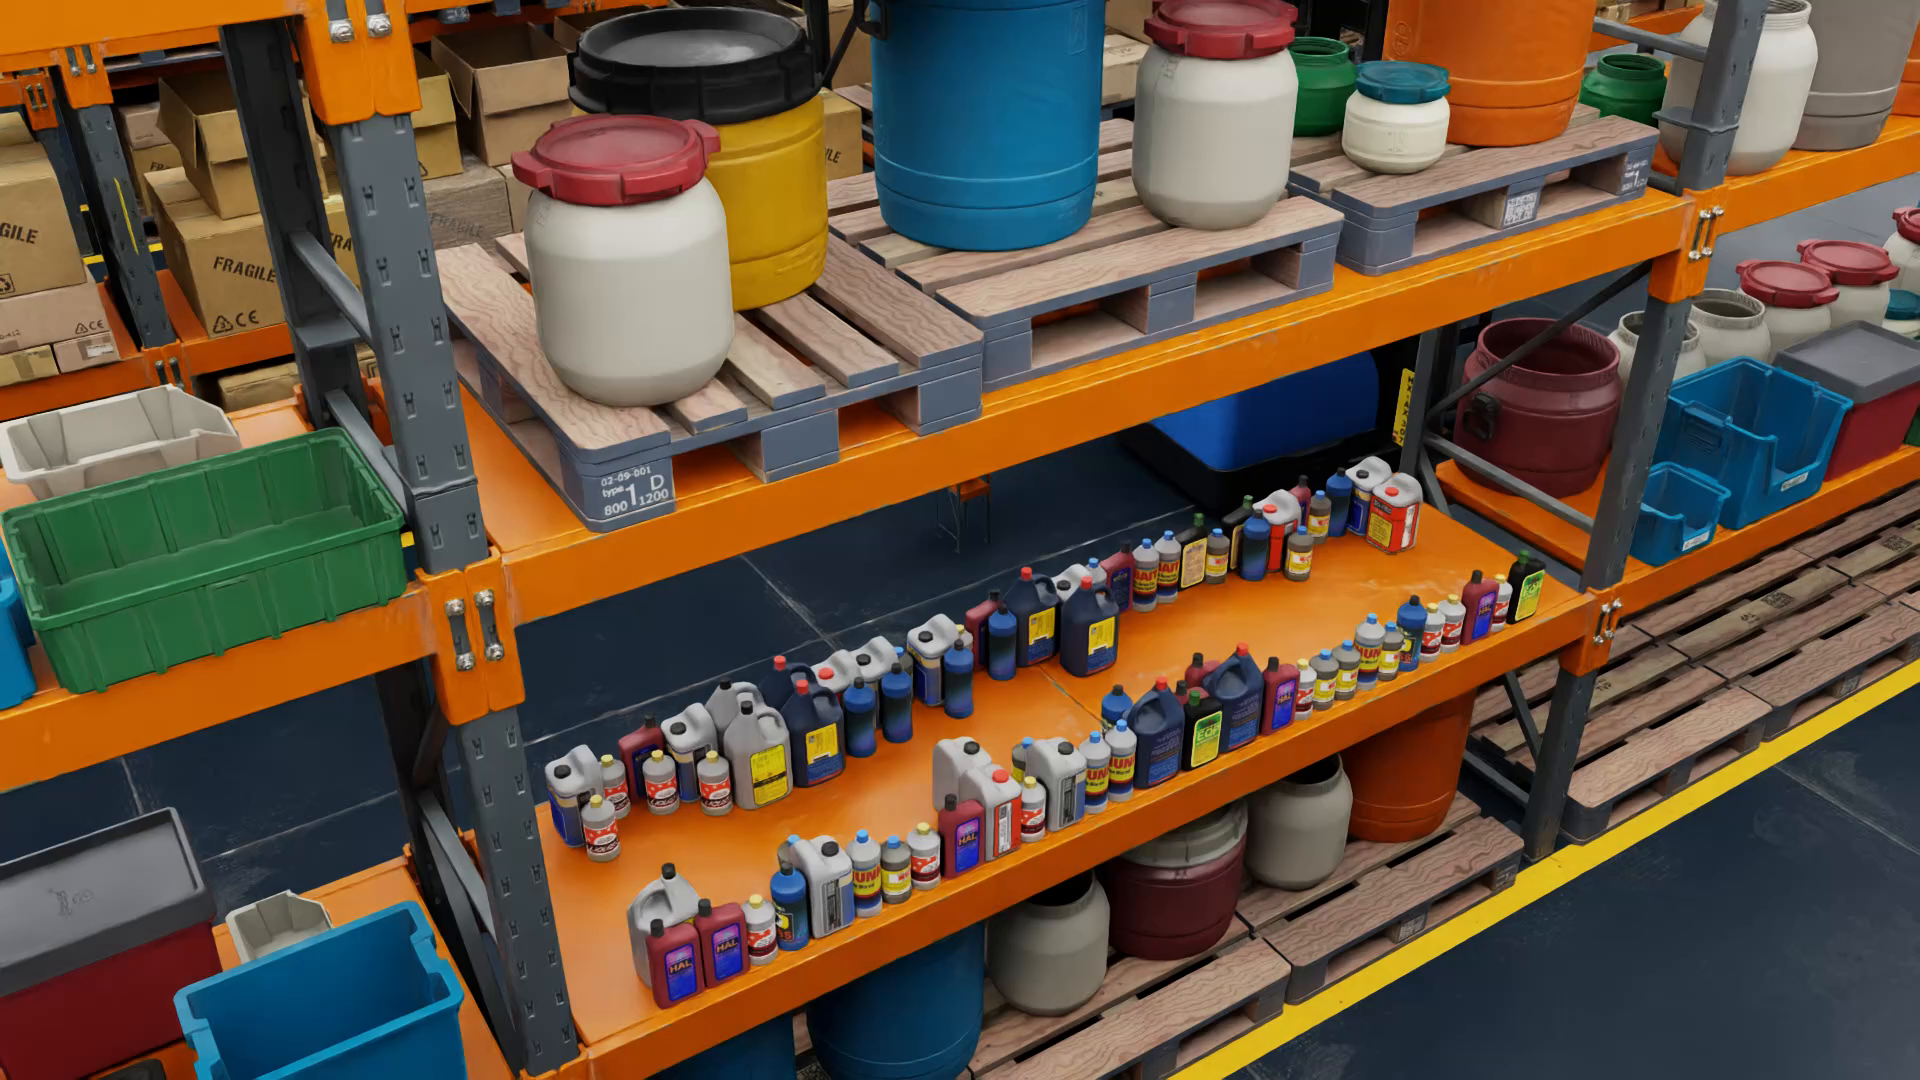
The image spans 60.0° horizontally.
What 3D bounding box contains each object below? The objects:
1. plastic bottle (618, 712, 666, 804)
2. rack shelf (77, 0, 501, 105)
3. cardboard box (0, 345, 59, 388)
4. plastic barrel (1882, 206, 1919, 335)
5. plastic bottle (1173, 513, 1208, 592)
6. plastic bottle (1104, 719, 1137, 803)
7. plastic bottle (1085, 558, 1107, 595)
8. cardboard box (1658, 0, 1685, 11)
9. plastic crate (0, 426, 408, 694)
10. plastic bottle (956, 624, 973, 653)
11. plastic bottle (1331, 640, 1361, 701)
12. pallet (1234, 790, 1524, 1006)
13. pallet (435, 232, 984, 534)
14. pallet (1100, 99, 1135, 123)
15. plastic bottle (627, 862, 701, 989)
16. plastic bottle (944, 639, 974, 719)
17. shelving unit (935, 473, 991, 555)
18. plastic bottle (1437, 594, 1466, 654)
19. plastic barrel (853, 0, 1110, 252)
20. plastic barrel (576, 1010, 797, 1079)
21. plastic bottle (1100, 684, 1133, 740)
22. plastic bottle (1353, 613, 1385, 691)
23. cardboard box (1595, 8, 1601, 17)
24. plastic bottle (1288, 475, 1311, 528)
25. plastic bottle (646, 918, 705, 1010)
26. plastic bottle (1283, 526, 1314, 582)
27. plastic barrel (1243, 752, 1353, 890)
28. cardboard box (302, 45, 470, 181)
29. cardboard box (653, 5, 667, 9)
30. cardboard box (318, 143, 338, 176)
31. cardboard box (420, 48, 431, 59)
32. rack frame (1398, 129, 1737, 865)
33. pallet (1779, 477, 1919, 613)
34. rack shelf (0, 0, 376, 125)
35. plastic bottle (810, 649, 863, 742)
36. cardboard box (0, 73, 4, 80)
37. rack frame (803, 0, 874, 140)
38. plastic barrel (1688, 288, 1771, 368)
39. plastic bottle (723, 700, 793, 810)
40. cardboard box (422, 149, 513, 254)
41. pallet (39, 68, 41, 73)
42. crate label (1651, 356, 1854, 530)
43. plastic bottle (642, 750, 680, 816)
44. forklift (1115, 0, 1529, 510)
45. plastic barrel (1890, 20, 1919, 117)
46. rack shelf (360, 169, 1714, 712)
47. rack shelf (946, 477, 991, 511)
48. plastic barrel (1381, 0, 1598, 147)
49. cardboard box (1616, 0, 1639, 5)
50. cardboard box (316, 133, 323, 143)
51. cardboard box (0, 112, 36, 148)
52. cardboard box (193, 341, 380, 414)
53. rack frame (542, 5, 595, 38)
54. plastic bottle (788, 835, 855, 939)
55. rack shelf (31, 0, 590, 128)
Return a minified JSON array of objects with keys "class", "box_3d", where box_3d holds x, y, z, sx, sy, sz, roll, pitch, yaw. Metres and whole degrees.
[{"class":"plastic bottle","box_3d":[-0.956,0.653,5.012,0.133,0.283,0.061,-19,37,-27]},{"class":"rack shelf","box_3d":[-2.284,-2.813,8.261,4.000,0.370,1.077,-19,37,-27]},{"class":"cardboard box","box_3d":[-4.261,-0.855,7.529,0.250,0.149,0.380,-18,37,-26]},{"class":"plastic barrel","box_3d":[4.519,-1.241,7.779,0.433,0.535,0.433,0,32,0]},{"class":"plastic bottle","box_3d":[0.821,0.042,5.981,0.133,0.283,0.061,-19,37,-27]},{"class":"plastic bottle","box_3d":[0.481,0.658,5.016,0.097,0.271,0.097,0,32,0]},{"class":"plastic bottle","box_3d":[0.458,0.184,5.768,0.097,0.271,0.097,0,32,0]},{"class":"cardboard box","box_3d":[5.382,-4.226,12.873,0.250,0.149,0.380,-19,37,-27]},{"class":"plastic crate","box_3d":[-1.474,0.029,3.279,0.662,0.188,0.450,-19,37,-27]},{"class":"plastic bottle","box_3d":[-0.004,0.372,5.534,0.097,0.201,0.097,0,32,0]},{"class":"plastic bottle","box_3d":[1.261,0.419,5.461,0.097,0.201,0.097,0,32,0]},{"class":"pallet","box_3d":[1.440,1.220,6.618,1.213,0.211,1.003,-19,37,-27]},{"class":"pallet","box_3d":[-0.676,-0.509,4.111,1.003,0.211,1.213,-19,37,-27]},{"class":"pallet","box_3d":[1.038,-2.936,10.773,1.213,0.211,1.003,-19,37,-27]},{"class":"plastic bottle","box_3d":[-0.776,1.003,4.395,0.185,0.351,0.144,-19,37,-27]},{"class":"plastic bottle","box_3d":[-0.003,0.439,5.363,0.097,0.271,0.097,0,32,0]},{"class":"shelving unit","box_3d":[0.012,-0.512,8.437,0.189,1.200,0.258,-19,37,-27]},{"class":"plastic bottle","box_3d":[1.671,0.278,5.684,0.097,0.201,0.097,0,32,0]},{"class":"plastic barrel","box_3d":[0.070,-1.270,4.277,0.708,0.901,0.600,-19,37,-27]},{"class":"plastic barrel","box_3d":[-0.815,1.511,5.117,0.708,0.901,0.600,-19,37,-27]},{"class":"plastic bottle","box_3d":[0.485,0.565,5.164,0.097,0.271,0.097,0,32,0]},{"class":"plastic bottle","box_3d":[1.343,0.361,5.487,0.097,0.271,0.097,0,32,0]},{"class":"cardboard box","box_3d":[4.541,-3.936,12.414,0.250,0.149,0.380,-19,37,-27]},{"class":"plastic bottle","box_3d":[1.240,-0.102,6.209,0.133,0.283,0.061,-19,37,-27]},{"class":"plastic bottle","box_3d":[-0.742,1.085,4.328,0.133,0.283,0.061,-19,37,-27]},{"class":"plastic bottle","box_3d":[1.236,0.043,6.057,0.097,0.201,0.097,0,32,0]},{"class":"plastic barrel","box_3d":[1.252,1.021,6.258,0.421,0.512,0.421,0,32,0]},{"class":"cardboard box","box_3d":[-2.850,-2.119,8.263,0.637,0.503,0.797,-19,37,-27]},{"class":"cardboard box","box_3d":[-2.645,-4.042,14.061,0.750,0.750,1.050,-20,37,-28]},{"class":"cardboard box","box_3d":[-3.301,-1.711,8.557,0.500,0.500,0.500,-18,36,-26]},{"class":"cardboard box","box_3d":[-4.057,-3.652,12.974,0.500,0.250,0.500,-18,37,-27]},{"class":"rack frame","box_3d":[2.080,-0.206,6.265,0.127,3.000,1.000,-19,37,-27]},{"class":"pallet","box_3d":[4.803,0.062,8.454,1.213,0.211,1.003,-19,37,-27]},{"class":"rack shelf","box_3d":[-2.963,-0.535,2.214,4.000,0.370,1.077,-19,37,-27]},{"class":"plastic bottle","box_3d":[-0.395,0.493,5.274,0.135,0.276,0.152,-19,37,-27]},{"class":"cardboard box","box_3d":[-6.681,-3.230,11.295,0.250,0.149,0.380,-19,37,-28]},{"class":"rack frame","box_3d":[-0.603,-2.427,9.786,0.127,3.000,1.000,-19,37,-27]},{"class":"plastic barrel","box_3d":[3.183,-0.768,7.051,0.421,0.512,0.421,0,32,0]},{"class":"plastic bottle","box_3d":[-0.608,0.623,4.996,0.185,0.351,0.144,-19,37,-27]},{"class":"cardboard box","box_3d":[-2.600,-1.624,8.419,0.500,0.500,0.500,-20,37,-28]},{"class":"pallet","box_3d":[-8.727,-4.792,16.149,1.213,0.211,1.003,-19,37,-27]},{"class":"crate label","box_3d":[3.062,-0.387,6.519,0.616,0.435,0.502,-19,37,-27]},{"class":"plastic bottle","box_3d":[-0.898,0.718,4.986,0.097,0.201,0.097,0,32,0]},{"class":"forklift","box_3d":[2.434,-1.947,9.090,3.031,2.935,1.130,-16,36,-24]},{"class":"plastic barrel","box_3d":[3.438,-1.985,5.872,0.708,0.830,0.600,-19,37,-27]},{"class":"rack shelf","box_3d":[0.399,-0.592,4.740,4.000,0.370,1.077,-19,37,-27]},{"class":"rack shelf","box_3d":[0.012,-0.271,8.588,0.180,0.103,0.258,-19,37,-27]},{"class":"plastic barrel","box_3d":[1.601,-1.671,4.980,0.708,0.830,0.600,-19,37,-27]},{"class":"cardboard box","box_3d":[4.845,-4.437,12.601,0.500,0.500,0.875,-19,37,-27]},{"class":"cardboard box","box_3d":[-4.926,-3.050,12.723,0.500,0.500,0.500,-18,37,-26]},{"class":"cardboard box","box_3d":[-4.506,-1.626,7.676,0.500,0.500,0.500,-19,37,-27]},{"class":"cardboard box","box_3d":[-3.438,-0.744,8.715,0.875,0.875,1.225,-19,37,-27]},{"class":"rack frame","box_3d":[-3.206,-4.680,13.358,0.127,3.000,1.000,-19,37,-27]},{"class":"plastic bottle","box_3d":[-0.379,0.934,4.574,0.135,0.276,0.152,-19,37,-27]},{"class":"rack shelf","box_3d":[-4.887,-3.798,12.634,4.000,0.370,1.077,-19,37,-27]}]
